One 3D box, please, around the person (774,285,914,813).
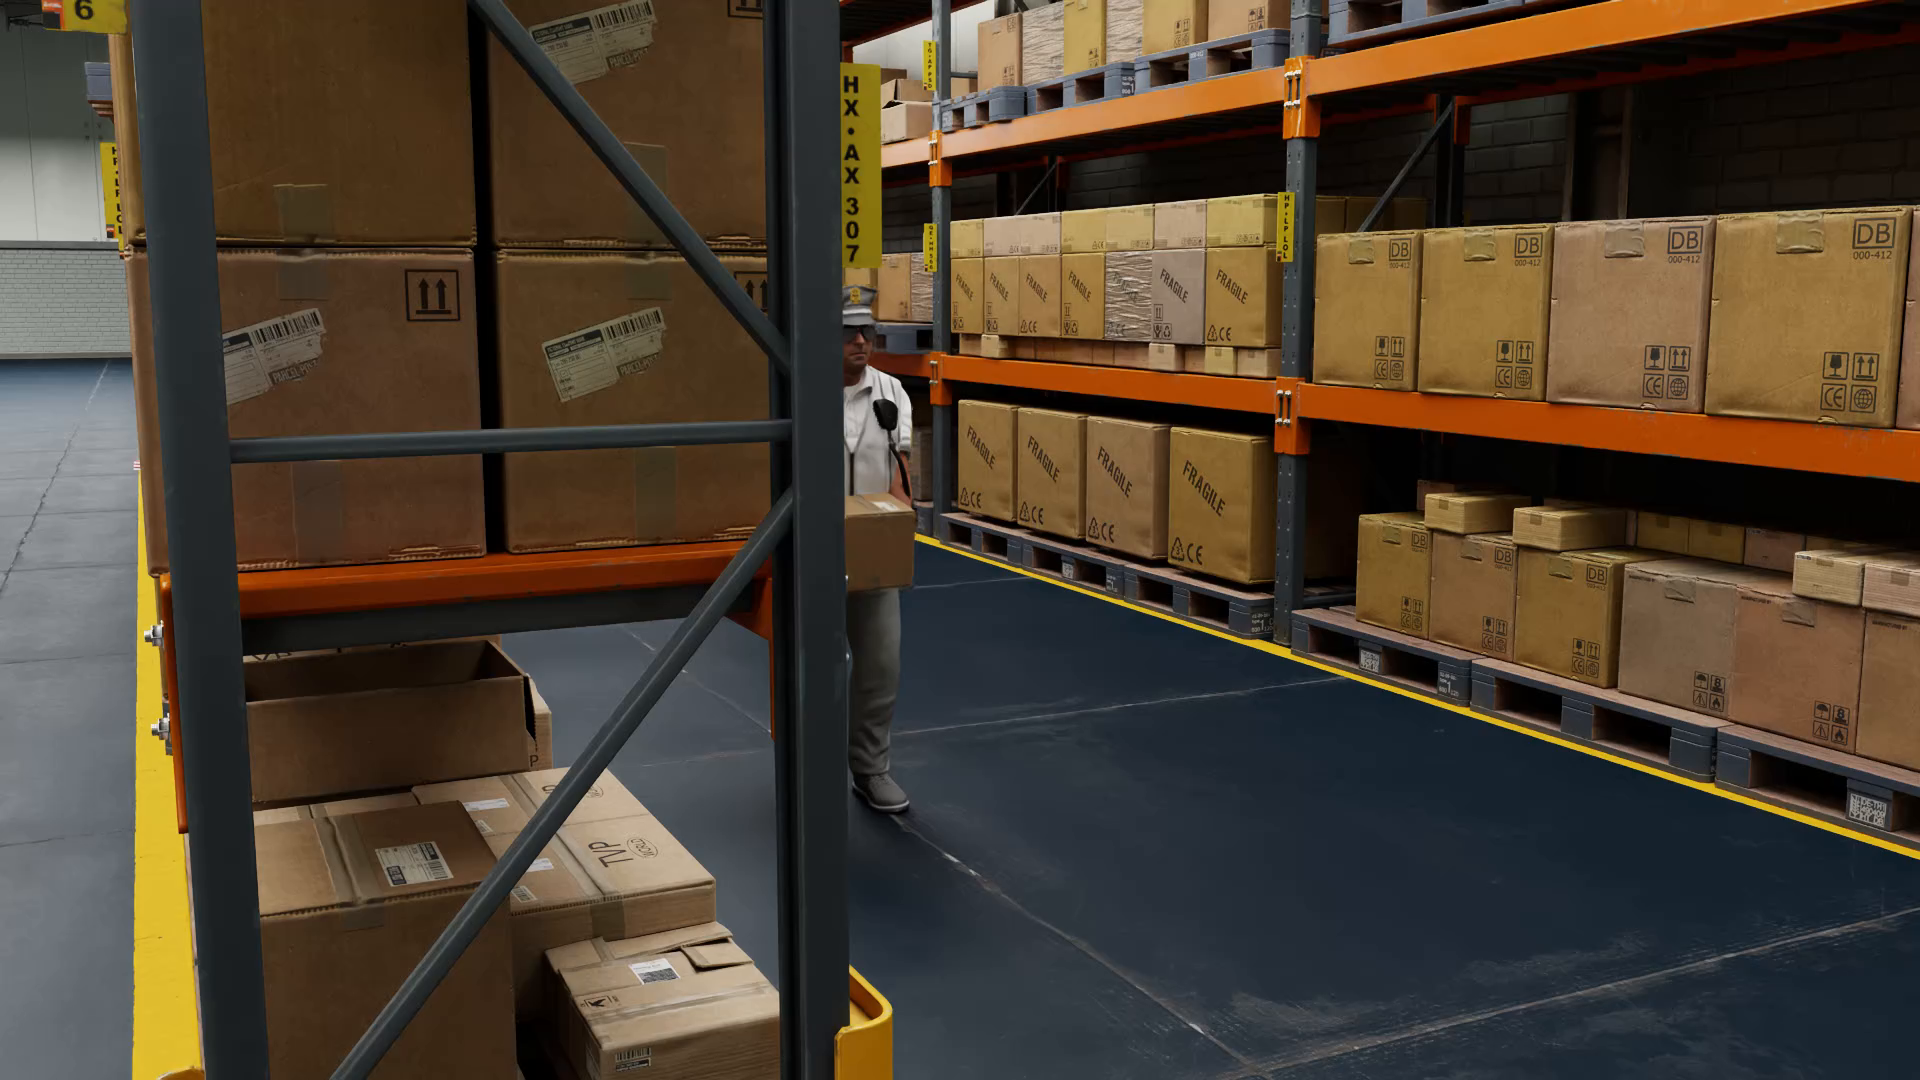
[{"bbox_3d":[-0.373,0.046,5.504,0.488,1.761,0.583,-4,9,-24],"label":"person"}]
